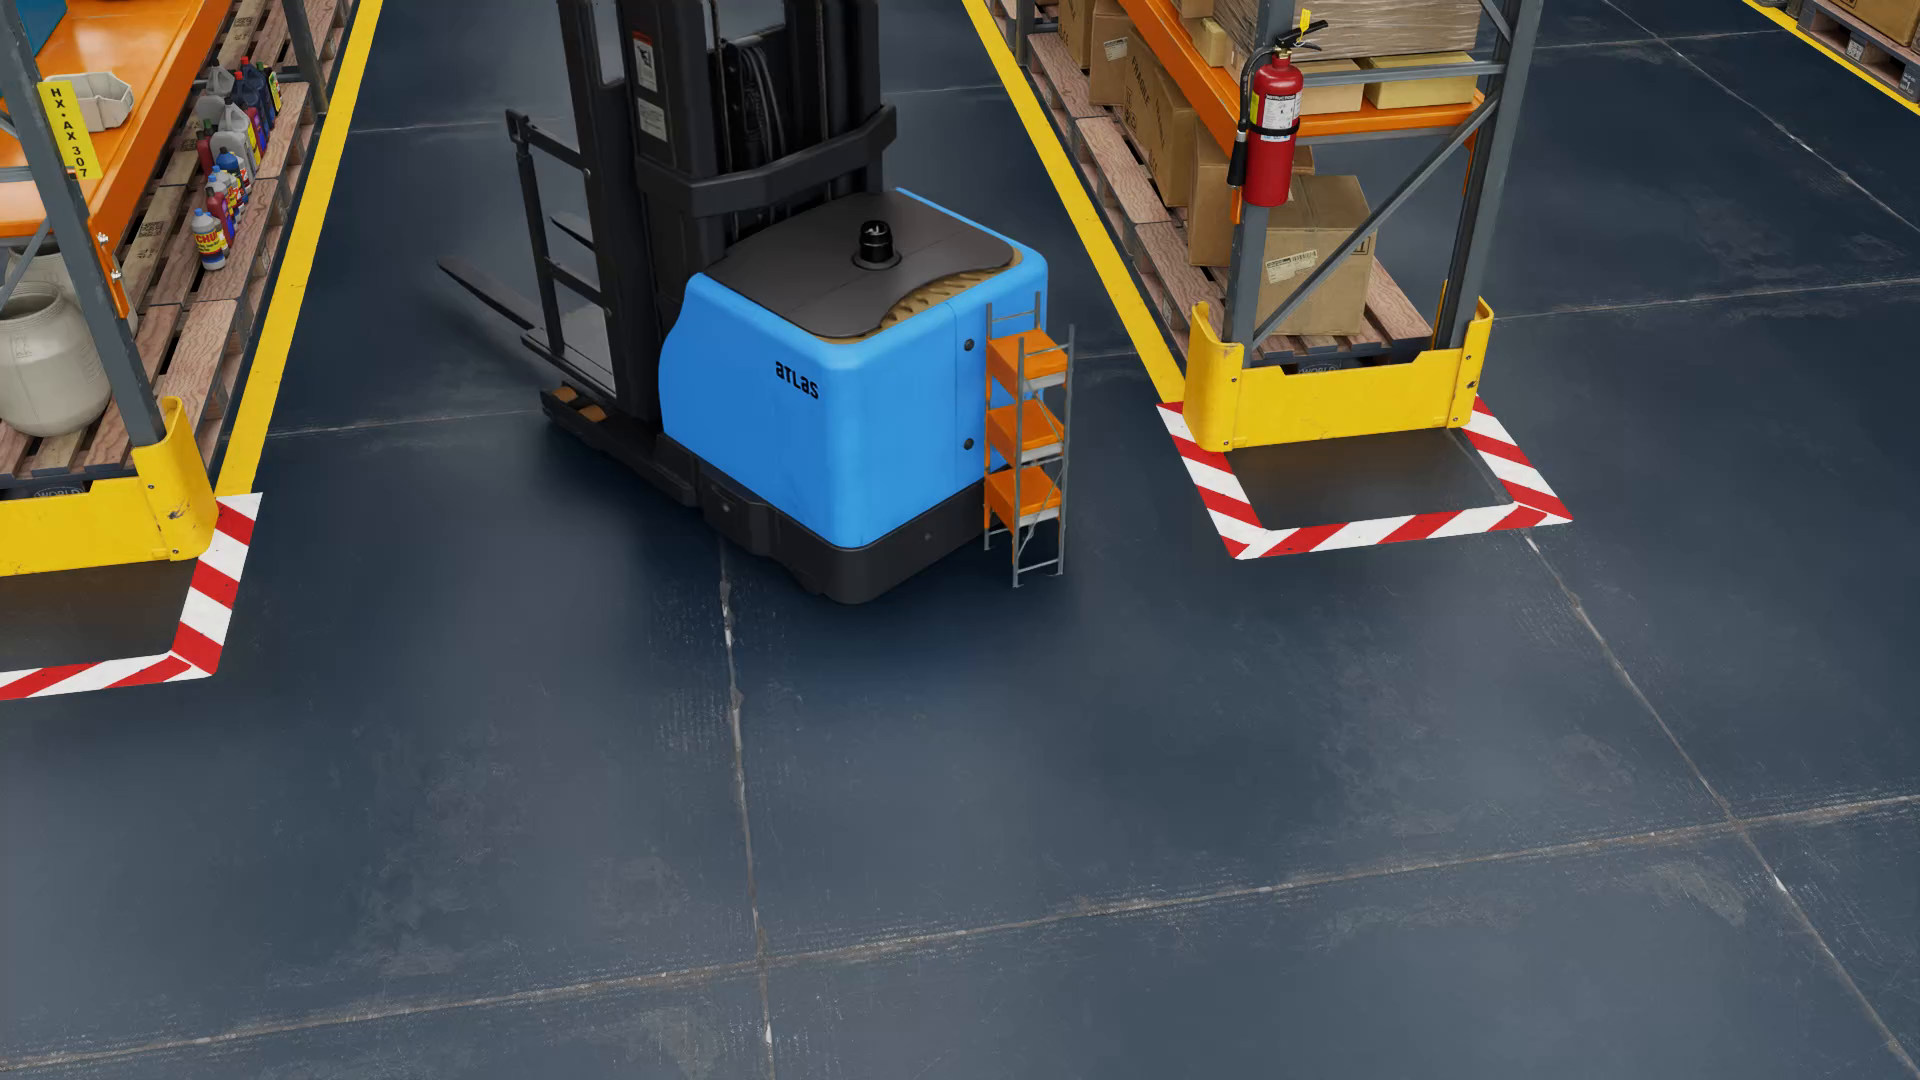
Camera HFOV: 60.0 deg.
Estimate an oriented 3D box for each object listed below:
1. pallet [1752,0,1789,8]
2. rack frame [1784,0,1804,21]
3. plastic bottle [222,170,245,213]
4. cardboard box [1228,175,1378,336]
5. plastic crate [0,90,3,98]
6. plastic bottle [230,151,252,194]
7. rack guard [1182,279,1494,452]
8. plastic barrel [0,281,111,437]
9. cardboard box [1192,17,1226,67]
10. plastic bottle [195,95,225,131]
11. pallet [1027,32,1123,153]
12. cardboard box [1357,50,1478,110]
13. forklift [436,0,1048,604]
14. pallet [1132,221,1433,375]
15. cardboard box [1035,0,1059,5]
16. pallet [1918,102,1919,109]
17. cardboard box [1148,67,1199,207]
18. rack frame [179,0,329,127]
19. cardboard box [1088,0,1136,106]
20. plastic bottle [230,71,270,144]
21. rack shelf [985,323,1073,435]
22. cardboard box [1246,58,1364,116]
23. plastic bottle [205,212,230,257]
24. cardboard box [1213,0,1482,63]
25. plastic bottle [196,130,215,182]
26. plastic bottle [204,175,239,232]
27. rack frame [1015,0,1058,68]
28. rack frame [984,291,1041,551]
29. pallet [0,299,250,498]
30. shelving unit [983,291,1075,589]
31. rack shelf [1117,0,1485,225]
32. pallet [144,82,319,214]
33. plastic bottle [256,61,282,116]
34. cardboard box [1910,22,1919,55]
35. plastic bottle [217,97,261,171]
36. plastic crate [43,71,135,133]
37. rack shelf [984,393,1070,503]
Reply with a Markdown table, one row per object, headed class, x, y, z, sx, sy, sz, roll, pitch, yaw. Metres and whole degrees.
| class | x | y | z | sx | sy | sz | roll | pitch | yaw |
| --- | --- | --- | --- | --- | --- | --- | --- | --- | --- |
| pallet | 5.523 | -3.899 | 11.097 | 1.003 | 0.211 | 1.213 | -6 | 38 | -8 |
| rack frame | 5.733 | -4.542 | 9.652 | 1.000 | 3.000 | 0.127 | -6 | 38 | -8 |
| plastic bottle | -3.449 | -1.646 | 7.845 | 0.097 | 0.201 | 0.097 | 0 | 38 | 0 |
| cardboard box | 1.440 | -1.211 | 7.059 | 0.500 | 0.500 | 0.500 | 0 | 38 | 1 |
| plastic crate | -3.834 | -1.725 | 6.147 | 0.499 | 0.251 | 0.408 | -6 | 38 | -8 |
| plastic bottle | -3.485 | -1.770 | 8.005 | 0.097 | 0.201 | 0.097 | 0 | 38 | 0 |
| rack guard | 1.520 | -0.712 | 6.760 | 1.175 | 0.500 | 0.348 | -6 | 38 | -8 |
| plastic barrel | -3.534 | -0.694 | 6.383 | 0.421 | 0.512 | 0.421 | 0 | 38 | 0 |
| cardboard box | 1.142 | -2.001 | 6.585 | 0.380 | 0.149 | 0.250 | -6 | 38 | -8 |
| plastic bottle | -3.755 | -2.130 | 8.408 | 0.152 | 0.276 | 0.135 | -6 | 38 | -8 |
| pallet | 0.985 | -2.567 | 9.382 | 1.003 | 0.211 | 1.213 | -6 | 38 | -8 |
| cardboard box | 1.718 | -1.752 | 6.265 | 0.380 | 0.149 | 0.250 | -6 | 38 | -8 |
| forklift | -1.070 | -1.734 | 6.093 | 1.130 | 2.935 | 3.031 | -31 | 48 | -34 |
| pallet | 1.412 | -1.093 | 7.485 | 1.003 | 0.211 | 1.213 | -6 | 38 | -8 |
| cardboard box | 0.746 | -3.629 | 10.156 | 0.700 | 0.500 | 0.500 | -9 | 39 | -11 |
| pallet | 6.006 | -2.235 | 8.955 | 1.003 | 0.211 | 1.213 | -6 | 38 | -8 |
| cardboard box | 1.211 | -1.949 | 8.009 | 0.500 | 0.500 | 0.500 | -3 | 38 | -4 |
| rack frame | -4.044 | -3.537 | 8.358 | 1.000 | 3.000 | 0.127 | -6 | 38 | -8 |
| cardboard box | 0.971 | -2.657 | 8.921 | 0.500 | 0.500 | 0.500 | 5 | 38 | 7 |
| plastic bottle | -3.614 | -2.191 | 8.425 | 0.144 | 0.351 | 0.185 | -8 | 39 | -10 |
| rack shelf | 0.232 | -0.549 | 5.656 | 0.215 | 0.259 | 0.240 | -16 | 41 | -19 |
| cardboard box | 1.280 | -1.704 | 6.204 | 0.380 | 0.149 | 0.250 | -6 | 38 | -8 |
| plastic bottle | -3.372 | -1.381 | 7.505 | 0.097 | 0.201 | 0.097 | 0 | 38 | 0 |
| cardboard box | 1.464 | -2.146 | 6.243 | 0.875 | 0.500 | 0.500 | -6 | 38 | -8 |
| plastic bottle | -3.637 | -1.859 | 8.053 | 0.061 | 0.283 | 0.133 | -6 | 38 | -8 |
| plastic bottle | -3.414 | -1.553 | 7.669 | 0.097 | 0.271 | 0.097 | 0 | 38 | 0 |
| rack frame | 0.832 | -4.070 | 9.043 | 1.000 | 3.000 | 0.127 | -6 | 38 | -8 |
| rack frame | 0.181 | -0.401 | 5.911 | 0.200 | 1.050 | 0.008 | -16 | 41 | -19 |
| pallet | -3.540 | -0.552 | 6.788 | 1.003 | 0.211 | 1.213 | -6 | 38 | -8 |
| shelving unit | 0.232 | -0.333 | 5.823 | 0.215 | 1.050 | 0.252 | -16 | 41 | -19 |
| rack shelf | 1.183 | -2.578 | 7.709 | 1.077 | 0.370 | 4.000 | -6 | 38 | -8 |
| pallet | -3.968 | -2.026 | 8.685 | 1.003 | 0.211 | 1.213 | -6 | 38 | -8 |
| plastic bottle | -3.635 | -2.383 | 8.728 | 0.061 | 0.283 | 0.133 | -4 | 38 | -6 |
| cardboard box | 5.936 | -2.937 | 8.976 | 0.875 | 0.875 | 0.875 | -6 | 38 | -8 |
| plastic bottle | -3.557 | -1.996 | 8.174 | 0.144 | 0.351 | 0.185 | -6 | 38 | -8 |
| plastic crate | -3.183 | -1.592 | 6.069 | 0.298 | 0.136 | 0.250 | -6 | 38 | -8 |
| rack shelf | 0.232 | -0.325 | 5.830 | 0.215 | 0.259 | 0.240 | -16 | 41 | -19 |
